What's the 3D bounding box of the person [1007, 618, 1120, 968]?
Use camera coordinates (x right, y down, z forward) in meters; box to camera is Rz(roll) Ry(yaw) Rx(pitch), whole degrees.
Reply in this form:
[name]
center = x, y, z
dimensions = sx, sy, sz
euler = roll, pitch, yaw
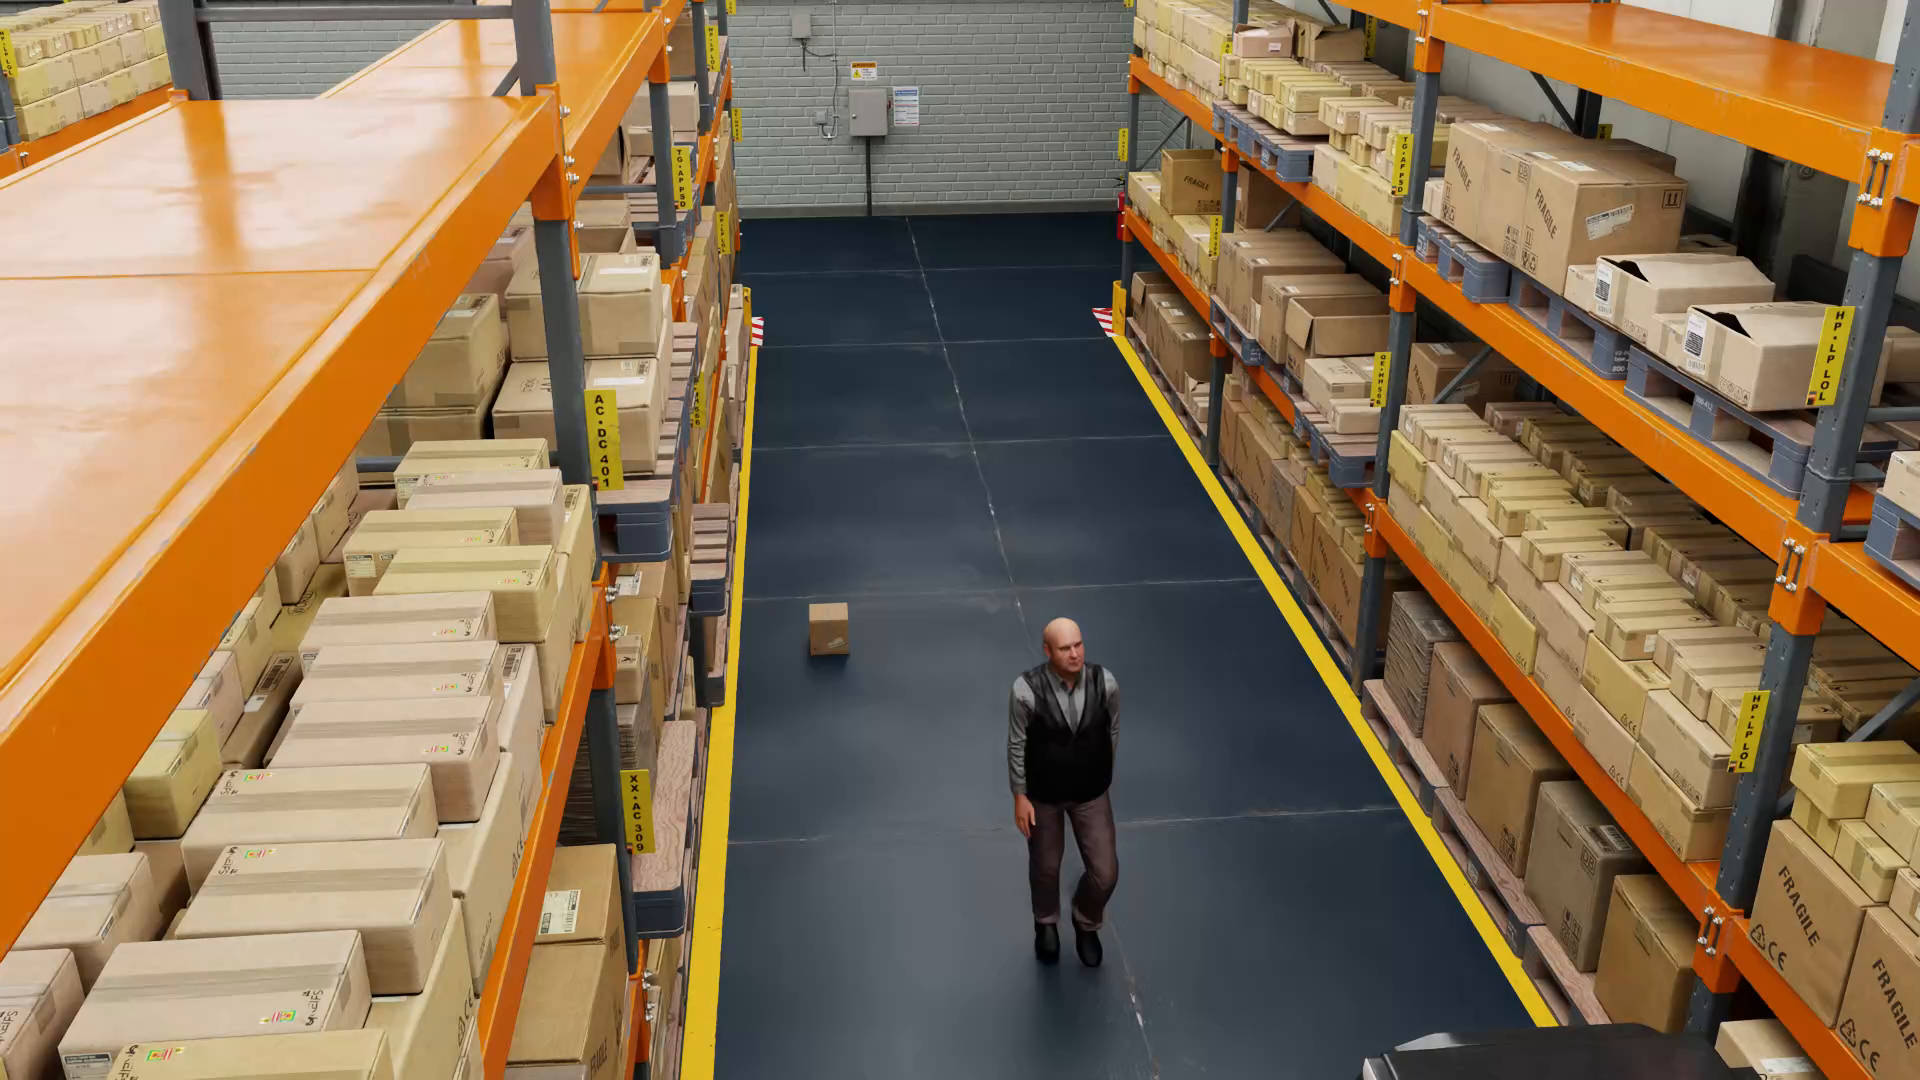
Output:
[person]
center = 0.483, 1.193, 7.620
dimensions = 0.536, 1.761, 0.482
euler = -3, 24, -7
